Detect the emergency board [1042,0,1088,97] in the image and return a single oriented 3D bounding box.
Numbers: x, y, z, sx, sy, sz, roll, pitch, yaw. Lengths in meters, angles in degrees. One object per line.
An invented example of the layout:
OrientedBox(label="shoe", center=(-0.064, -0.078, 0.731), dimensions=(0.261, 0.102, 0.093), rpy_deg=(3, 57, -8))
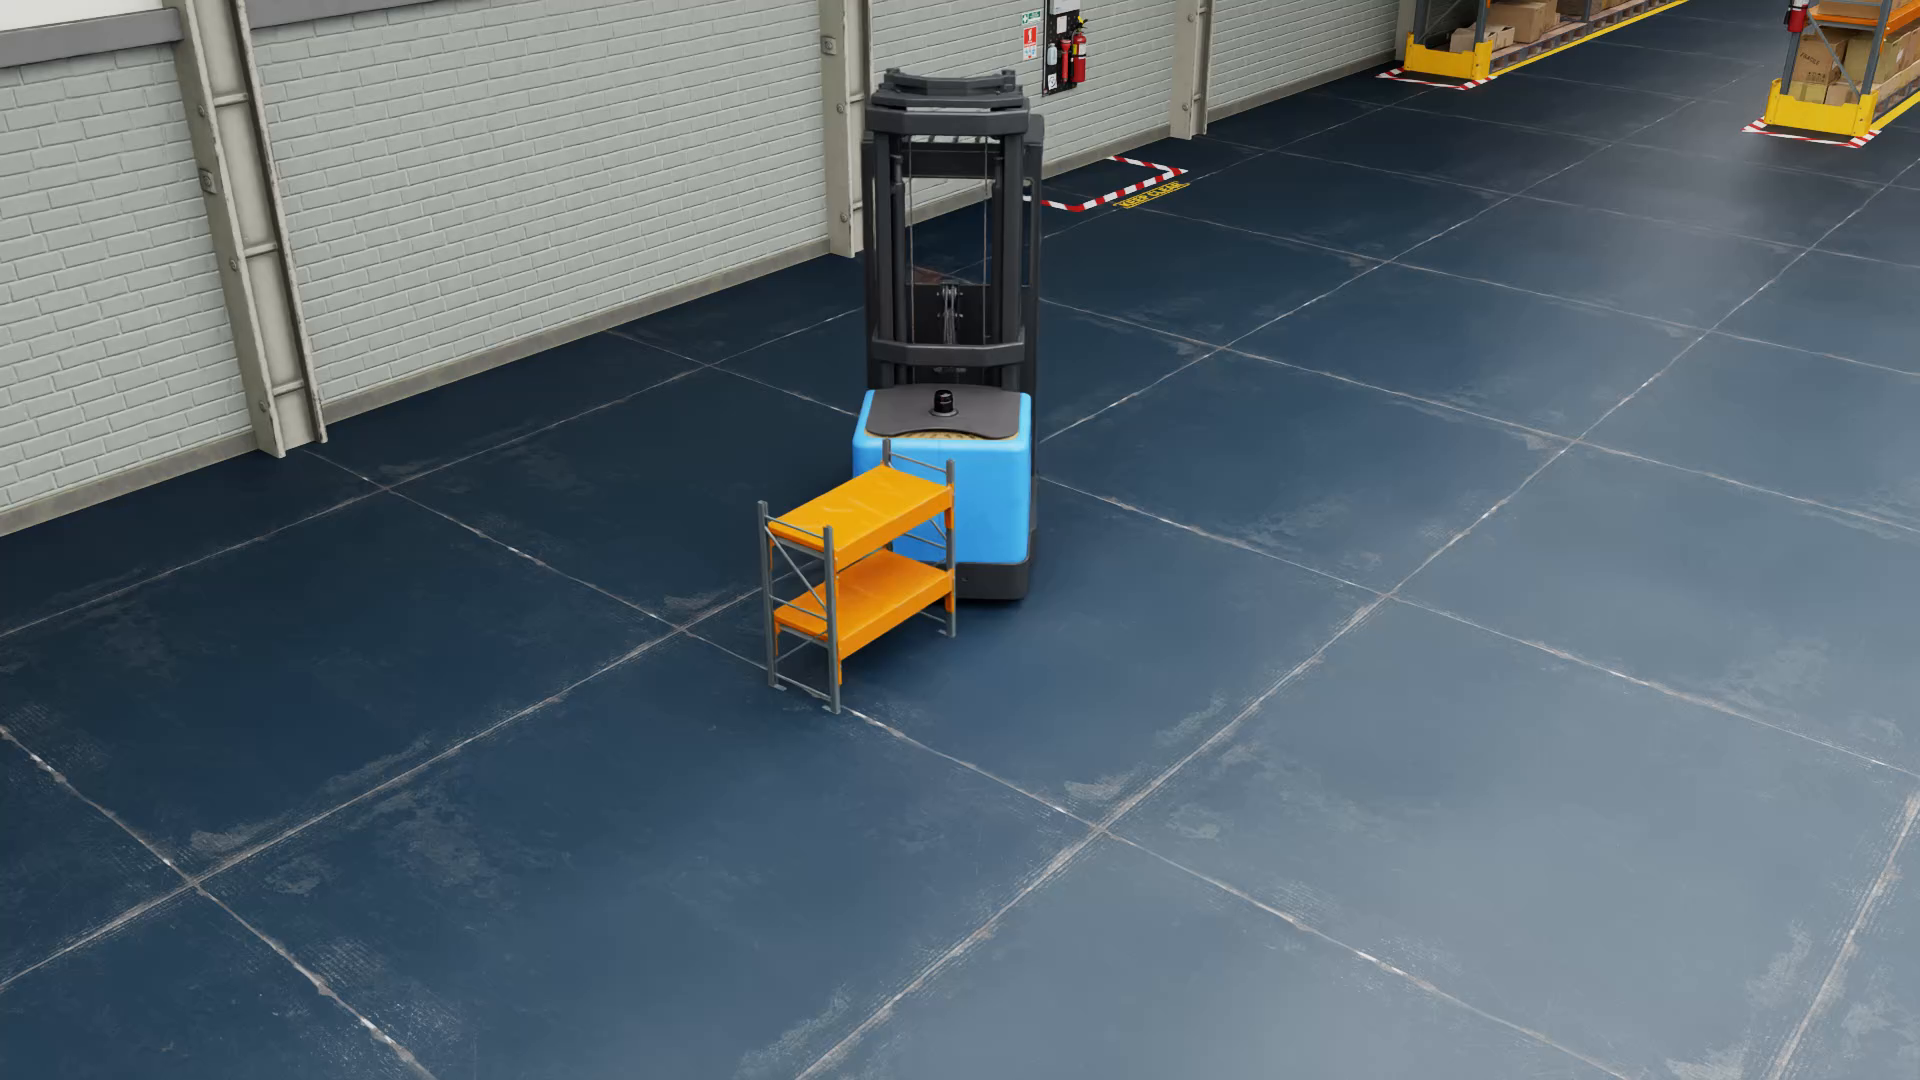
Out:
OrientedBox(label="emergency board", center=(1.174, -5.420, 17.963), dimensions=(0.194, 1.169, 0.643), rpy_deg=(21, 34, 34))

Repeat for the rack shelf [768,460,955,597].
OrientedBox(label="rack shelf", center=(-0.542, -0.079, 9.041), dimensions=(0.538, 0.278, 1.000), rpy_deg=(19, 33, 33))

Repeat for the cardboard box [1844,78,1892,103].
OrientedBox(label="cardboard box", center=(11.467, -5.734, 21.105), dimensions=(0.500, 0.250, 0.500), rpy_deg=(21, 34, 34))

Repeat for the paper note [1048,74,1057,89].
OrientedBox(label="paper note", center=(1.008, -4.987, 18.083), dimensions=(0.016, 0.148, 0.142), rpy_deg=(21, 34, 34))

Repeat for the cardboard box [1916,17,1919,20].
OrientedBox(label="cardboard box", center=(12.730, -6.780, 22.310), dimensions=(0.500, 0.500, 0.500), rpy_deg=(21, 34, 34))

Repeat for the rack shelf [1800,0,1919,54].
OrientedBox(label="rack shelf", center=(11.911, -6.855, 21.519), dimensions=(1.077, 0.370, 4.000), rpy_deg=(21, 34, 34))

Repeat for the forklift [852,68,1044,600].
OrientedBox(label="forklift", center=(-0.036, -1.588, 10.629), dimensions=(1.130, 2.935, 3.031), rpy_deg=(1, 27, 3))

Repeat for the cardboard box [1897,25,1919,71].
OrientedBox(label="cardboard box", center=(12.108, -6.420, 21.614), dimensions=(0.500, 0.500, 0.500), rpy_deg=(21, 34, 34))

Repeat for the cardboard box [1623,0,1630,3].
OrientedBox(label="cardboard box", center=(10.773, -9.230, 27.568), dimensions=(0.700, 0.500, 0.500), rpy_deg=(21, 34, 34))

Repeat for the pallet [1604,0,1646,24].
OrientedBox(label="pallet", center=(10.628, -8.802, 27.536), dimensions=(1.003, 0.211, 1.213), rpy_deg=(21, 34, 34))

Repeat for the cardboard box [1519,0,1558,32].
OrientedBox(label="cardboard box", center=(8.729, -8.035, 25.260), dimensions=(0.500, 0.500, 0.500), rpy_deg=(18, 32, 31))

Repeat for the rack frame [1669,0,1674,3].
OrientedBox(label="rack frame", center=(11.903, -10.748, 28.262), dimensions=(1.000, 3.000, 0.127), rpy_deg=(21, 34, 34))

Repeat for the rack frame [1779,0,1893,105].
OrientedBox(label="rack frame", center=(10.639, -6.465, 19.983), dimensions=(1.000, 3.000, 0.127), rpy_deg=(21, 34, 34))

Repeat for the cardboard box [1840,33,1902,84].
OrientedBox(label="cardboard box", center=(11.468, -6.067, 20.932), dimensions=(0.500, 0.500, 0.500), rpy_deg=(21, 34, 34))

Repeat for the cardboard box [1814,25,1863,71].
OrientedBox(label="cardboard box", center=(11.375, -6.400, 21.575), dimensions=(0.500, 0.500, 0.500), rpy_deg=(21, 34, 34))

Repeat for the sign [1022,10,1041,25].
OrientedBox(label="sign", center=(0.753, -5.505, 17.511), dimensions=(0.001, 0.109, 0.331), rpy_deg=(21, 34, 34))

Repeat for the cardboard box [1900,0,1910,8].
OrientedBox(label="cardboard box", center=(11.596, -7.033, 20.973), dimensions=(0.700, 0.500, 0.500), rpy_deg=(21, 34, 35))

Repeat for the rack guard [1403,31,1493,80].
OrientedBox(label="rack guard", center=(6.863, -6.828, 23.406), dimensions=(1.175, 0.500, 0.348), rpy_deg=(21, 34, 34))

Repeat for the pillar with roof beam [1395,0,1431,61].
OrientedBox(label="pillar with roof beam", center=(9.914, -9.819, 19.937), dimensions=(9.100, 9.000, 0.400), rpy_deg=(21, 34, 34))

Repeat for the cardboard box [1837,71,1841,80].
OrientedBox(label="cardboard box", center=(11.061, -5.888, 21.402), dimensions=(0.500, 0.250, 0.500), rpy_deg=(21, 34, 34))

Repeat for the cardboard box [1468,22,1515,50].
OrientedBox(label="cardboard box", center=(7.686, -7.334, 24.110), dimensions=(0.500, 0.311, 0.500), rpy_deg=(24, 36, 38))

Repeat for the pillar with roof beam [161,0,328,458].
OrientedBox(label="pillar with roof beam", center=(-1.535, -3.437, 7.601), dimensions=(9.100, 9.000, 0.400), rpy_deg=(21, 34, 34))

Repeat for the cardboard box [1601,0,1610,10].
OrientedBox(label="cardboard box", center=(10.104, -8.879, 26.890), dimensions=(0.700, 0.500, 0.500), rpy_deg=(20, 33, 33))

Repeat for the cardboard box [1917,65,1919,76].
OrientedBox(label="cardboard box", center=(12.731, -6.446, 22.481), dimensions=(0.500, 0.250, 0.500), rpy_deg=(21, 34, 34))

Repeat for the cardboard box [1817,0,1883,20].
OrientedBox(label="cardboard box", center=(10.946, -6.671, 20.273), dimensions=(0.700, 0.500, 0.500), rpy_deg=(21, 34, 34))

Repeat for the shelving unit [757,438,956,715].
OrientedBox(label="shelving unit", center=(-0.542, 0.181, 9.176), dimensions=(0.538, 1.125, 1.048), rpy_deg=(19, 33, 33))

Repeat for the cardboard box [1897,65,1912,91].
OrientedBox(label="cardboard box", center=(12.107, -6.087, 21.787), dimensions=(0.500, 0.250, 0.500), rpy_deg=(21, 34, 34))

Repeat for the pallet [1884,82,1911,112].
OrientedBox(label="pallet", center=(11.869, -5.941, 22.004), dimensions=(1.003, 0.211, 1.213), rpy_deg=(21, 34, 34))

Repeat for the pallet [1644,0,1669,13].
OrientedBox(label="pallet", center=(11.405, -9.233, 28.368), dimensions=(1.003, 0.211, 1.213), rpy_deg=(21, 34, 34))

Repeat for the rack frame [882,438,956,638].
OrientedBox(label="rack frame", center=(-0.233, -0.004, 9.534), dimensions=(0.500, 1.125, 0.032), rpy_deg=(19, 33, 33))

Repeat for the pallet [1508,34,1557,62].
OrientedBox(label="pallet", center=(8.183, -7.408, 24.841), dimensions=(1.003, 0.211, 1.213), rpy_deg=(21, 34, 34))

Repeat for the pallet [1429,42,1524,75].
OrientedBox(label="pallet", center=(7.407, -6.978, 24.009), dimensions=(1.003, 0.211, 1.213), rpy_deg=(21, 34, 34))
